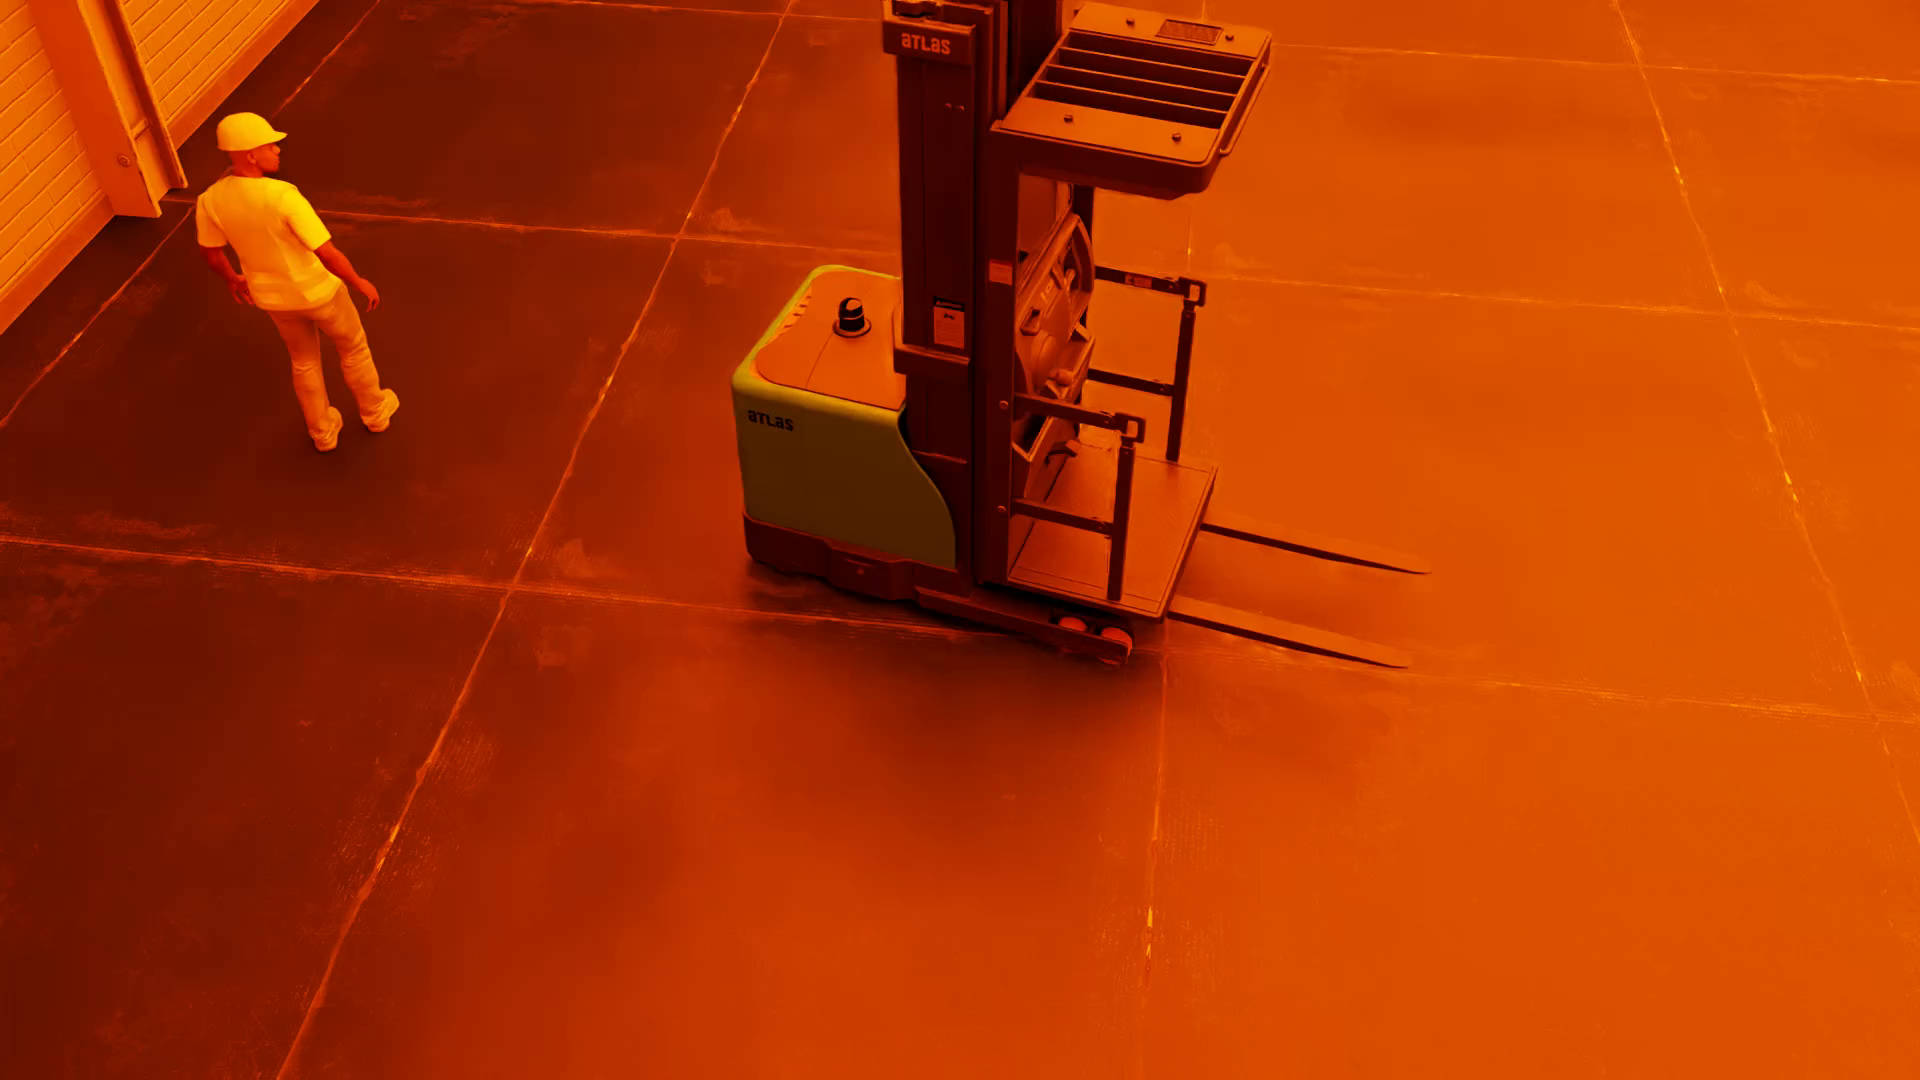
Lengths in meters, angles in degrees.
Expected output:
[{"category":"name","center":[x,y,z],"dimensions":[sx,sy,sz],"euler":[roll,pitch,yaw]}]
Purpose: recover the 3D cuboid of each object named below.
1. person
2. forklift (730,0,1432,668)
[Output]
[{"category":"person","center":[-3.134,-1.236,7.941],"dimensions":[0.780,1.755,0.504],"euler":[4,43,4]},{"category":"forklift","center":[0.575,-0.941,6.749],"dimensions":[3.031,2.935,1.130],"euler":[14,44,14]}]
